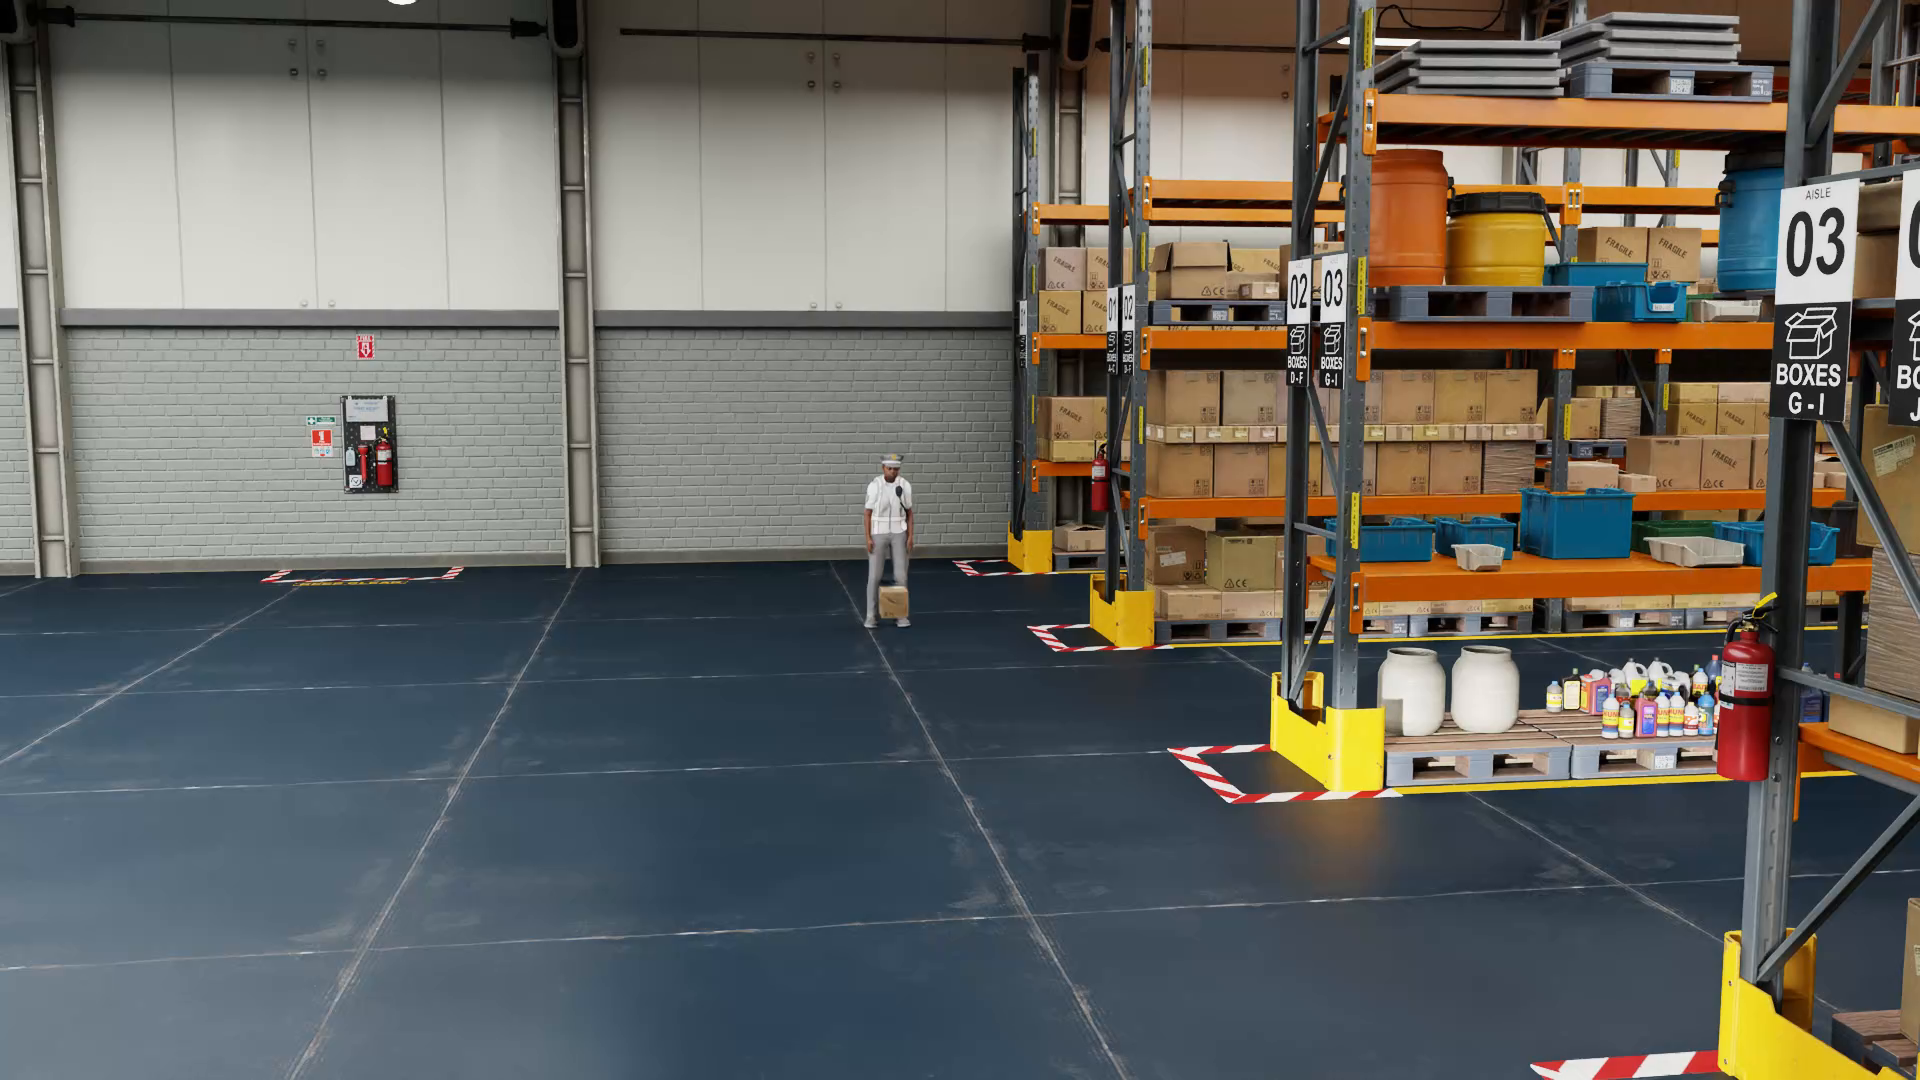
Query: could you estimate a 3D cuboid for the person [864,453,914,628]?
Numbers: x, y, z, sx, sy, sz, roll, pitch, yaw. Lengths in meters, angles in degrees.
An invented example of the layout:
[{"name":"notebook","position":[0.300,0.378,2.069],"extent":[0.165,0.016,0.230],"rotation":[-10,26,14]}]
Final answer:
[{"name":"person","position":[-0.684,-0.005,15.876],"extent":[0.500,1.661,0.378],"rotation":[-1,7,-10]}]
